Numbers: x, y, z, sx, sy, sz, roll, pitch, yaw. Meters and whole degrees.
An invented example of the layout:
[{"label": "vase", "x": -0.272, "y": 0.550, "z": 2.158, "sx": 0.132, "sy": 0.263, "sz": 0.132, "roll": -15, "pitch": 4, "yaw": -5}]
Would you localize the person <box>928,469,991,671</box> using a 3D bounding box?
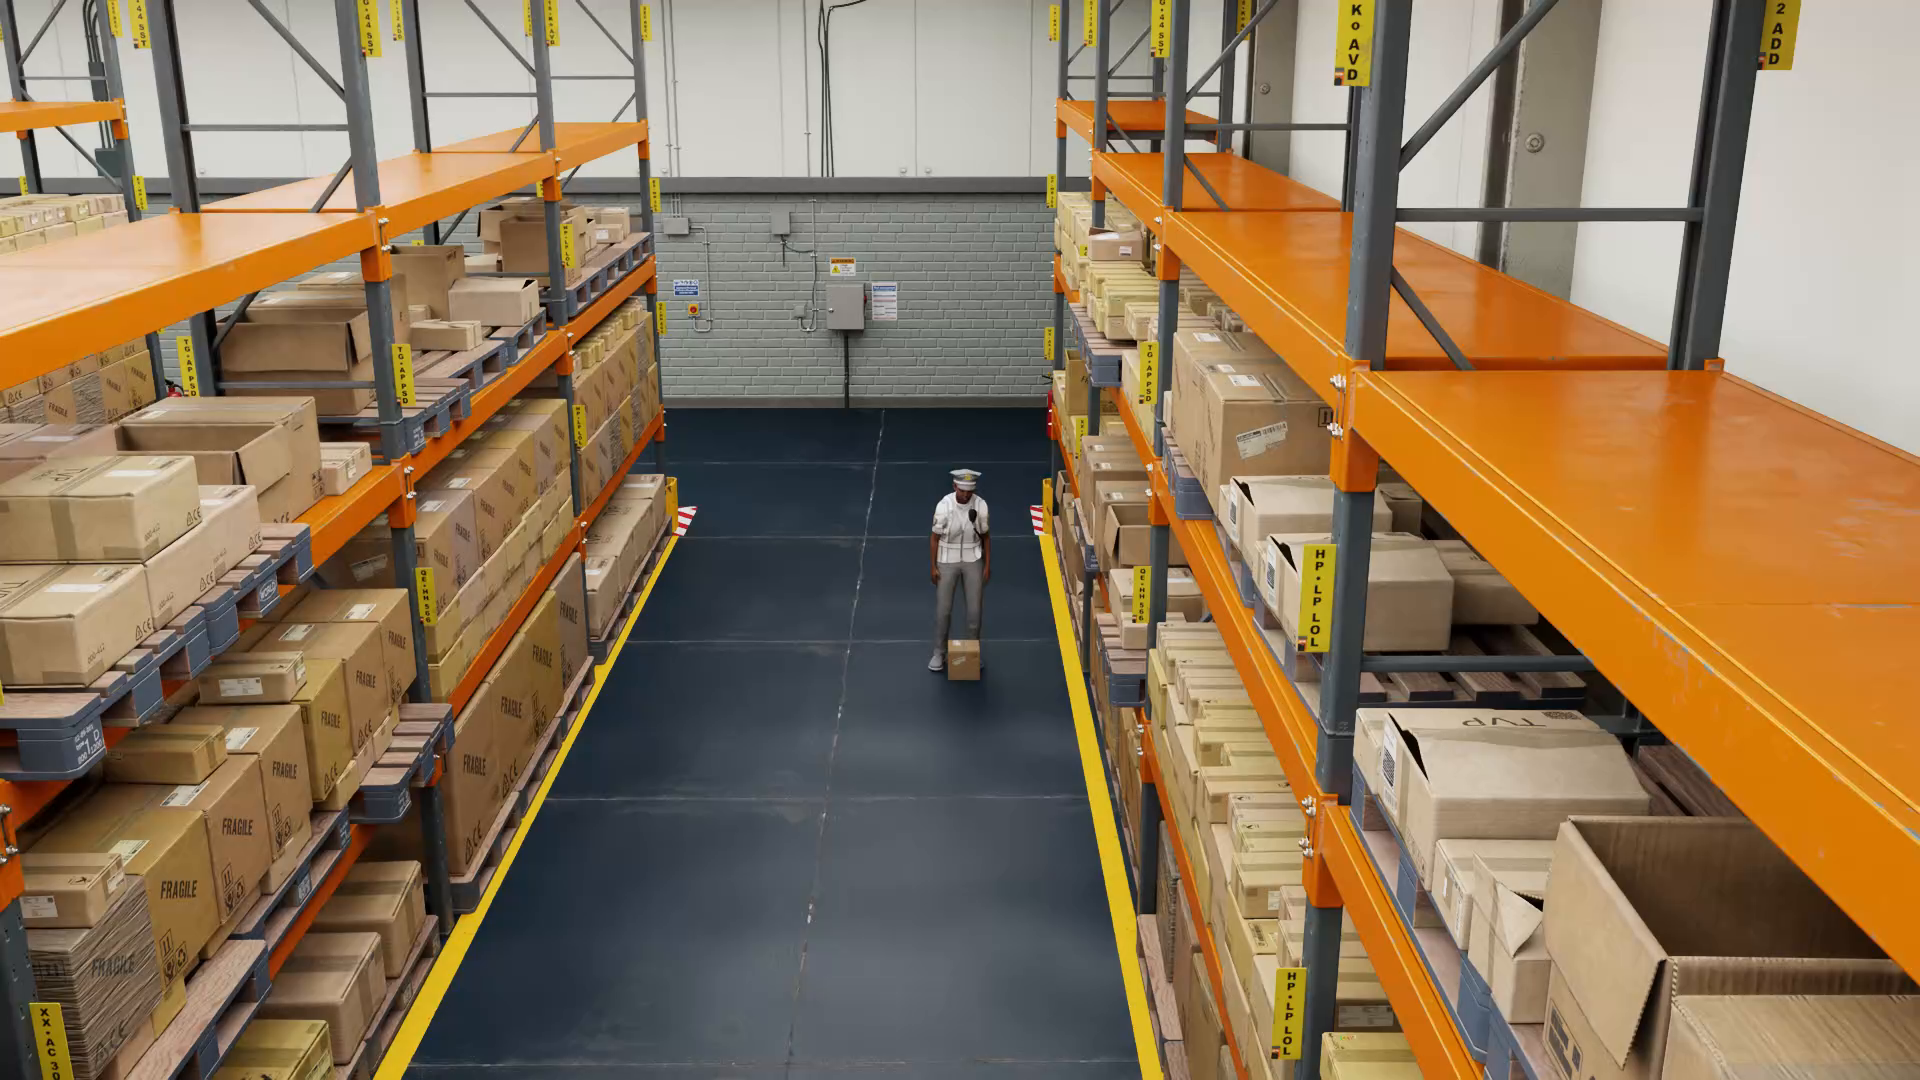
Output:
[{"label": "person", "x": -0.007, "y": 0.221, "z": 13.361, "sx": 0.524, "sy": 1.658, "sz": 0.395, "roll": -2, "pitch": 17, "yaw": -6}]
